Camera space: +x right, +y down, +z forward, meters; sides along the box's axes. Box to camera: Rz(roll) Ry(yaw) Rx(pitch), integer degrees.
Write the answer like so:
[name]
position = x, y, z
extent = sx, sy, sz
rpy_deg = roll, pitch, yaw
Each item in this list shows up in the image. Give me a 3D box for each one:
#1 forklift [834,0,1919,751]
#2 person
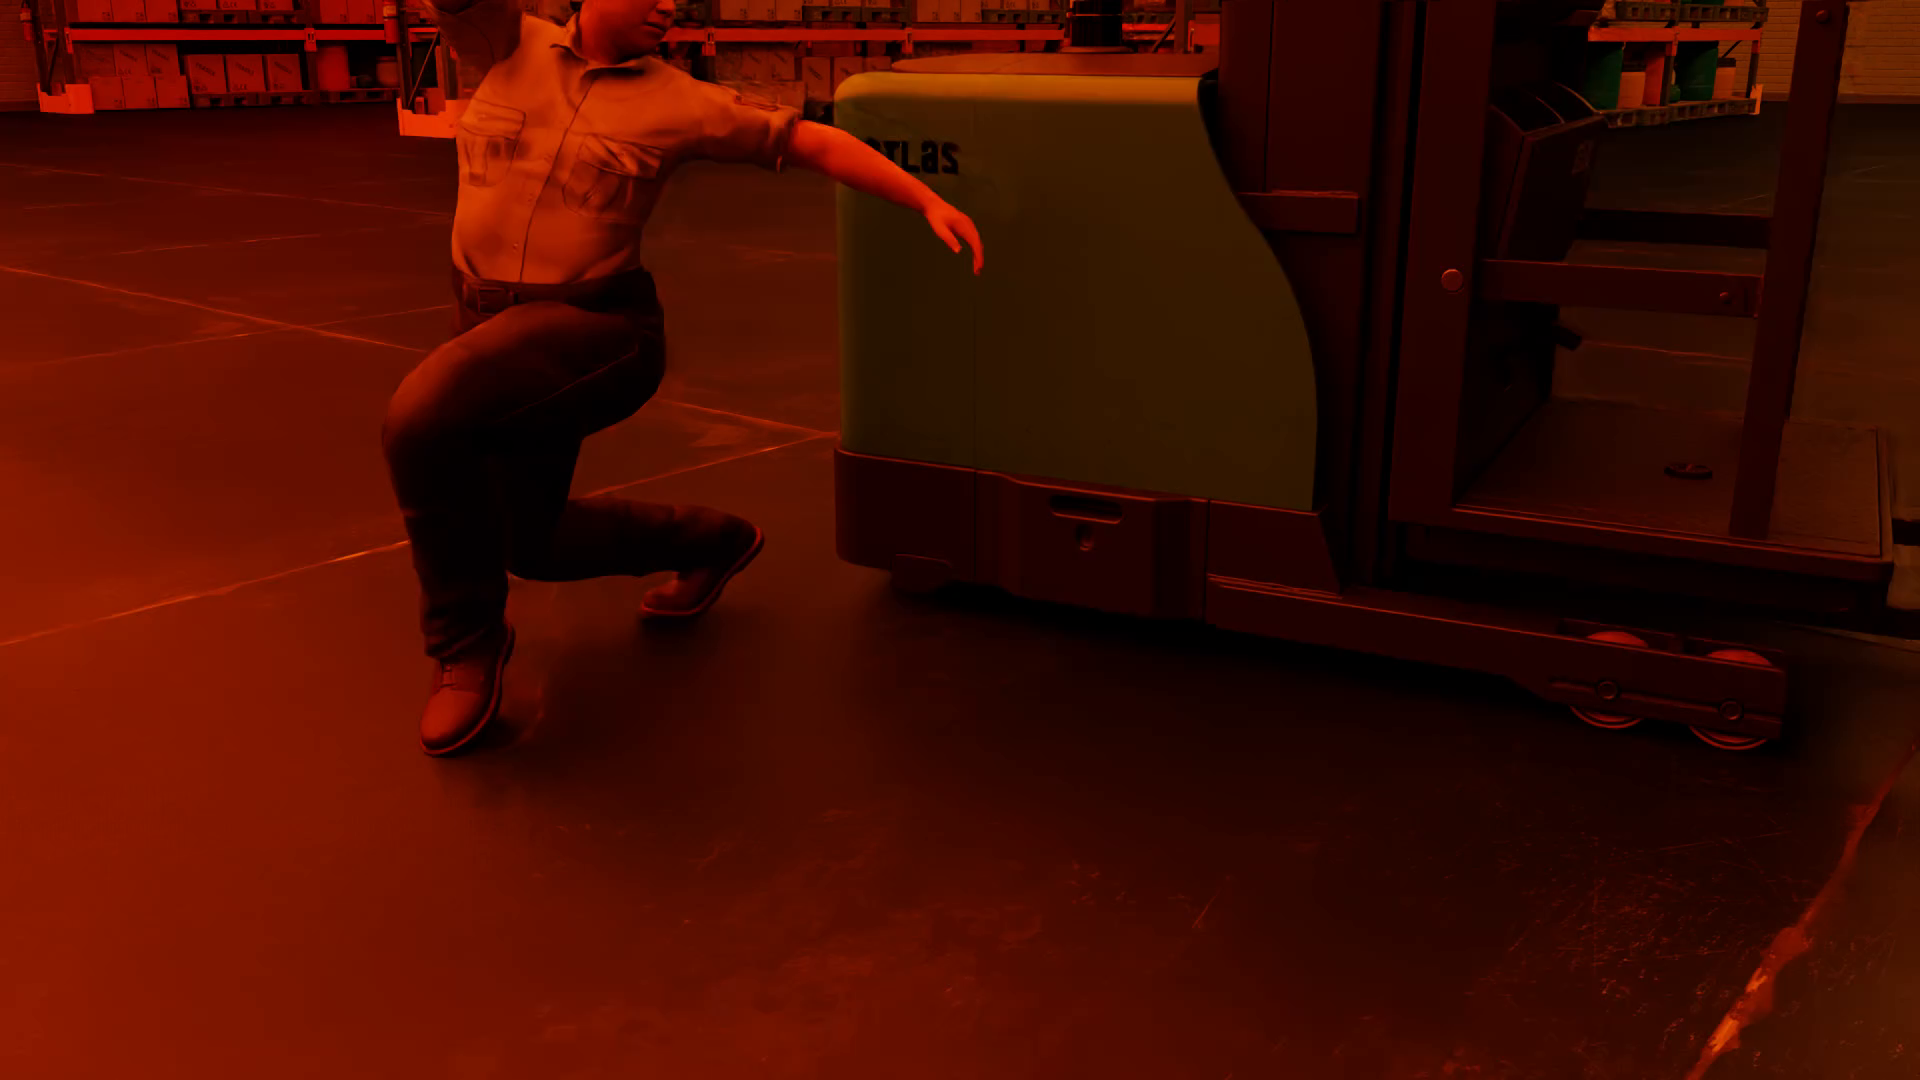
[forklift]
position = 1.281, -1.226, 2.936
extent = 3.031, 2.935, 1.130
rpy_deg = 9, 19, 26
[person]
position = -0.511, -0.383, 2.875
extent = 0.913, 1.366, 0.923
rpy_deg = 8, 19, 25
